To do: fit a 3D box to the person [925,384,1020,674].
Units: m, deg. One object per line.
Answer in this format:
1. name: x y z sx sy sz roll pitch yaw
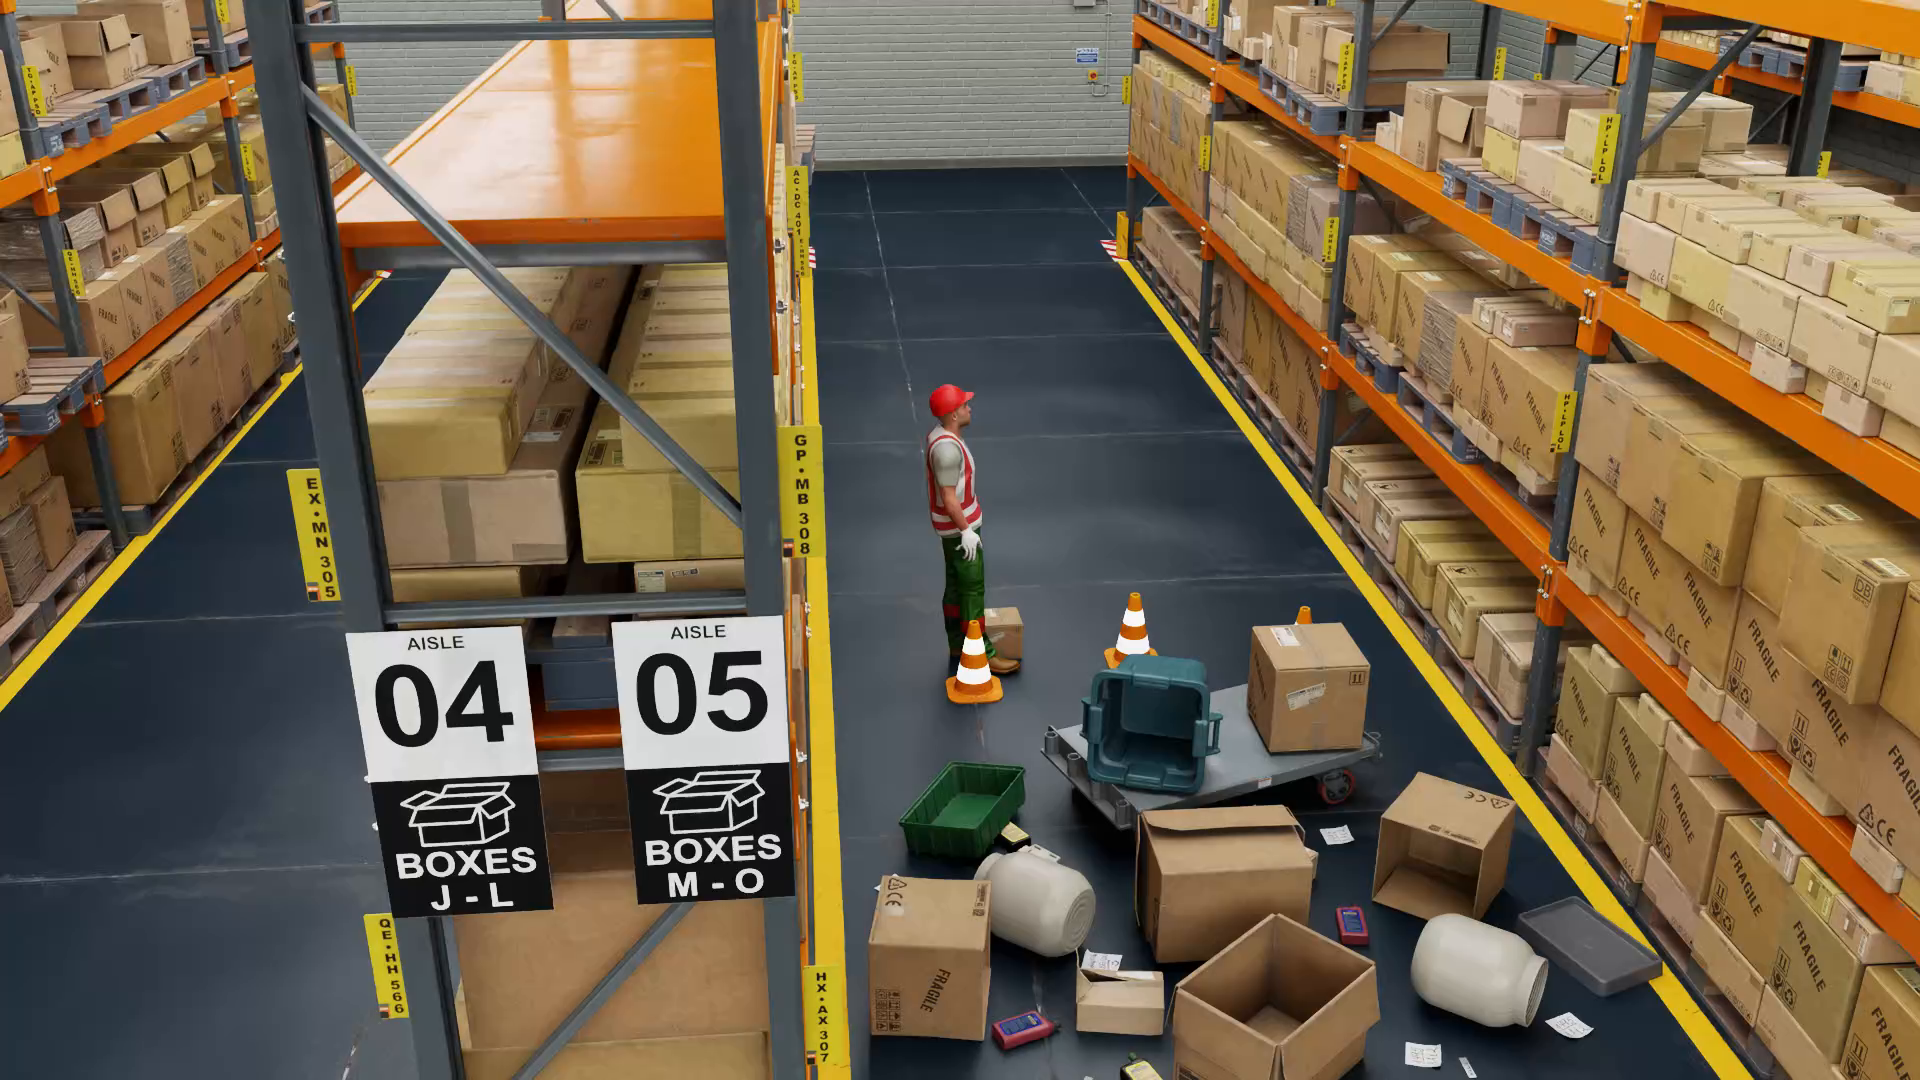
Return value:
1. person: 0.070 -0.092 10.256 0.561 1.790 0.638 -2 24 -5
